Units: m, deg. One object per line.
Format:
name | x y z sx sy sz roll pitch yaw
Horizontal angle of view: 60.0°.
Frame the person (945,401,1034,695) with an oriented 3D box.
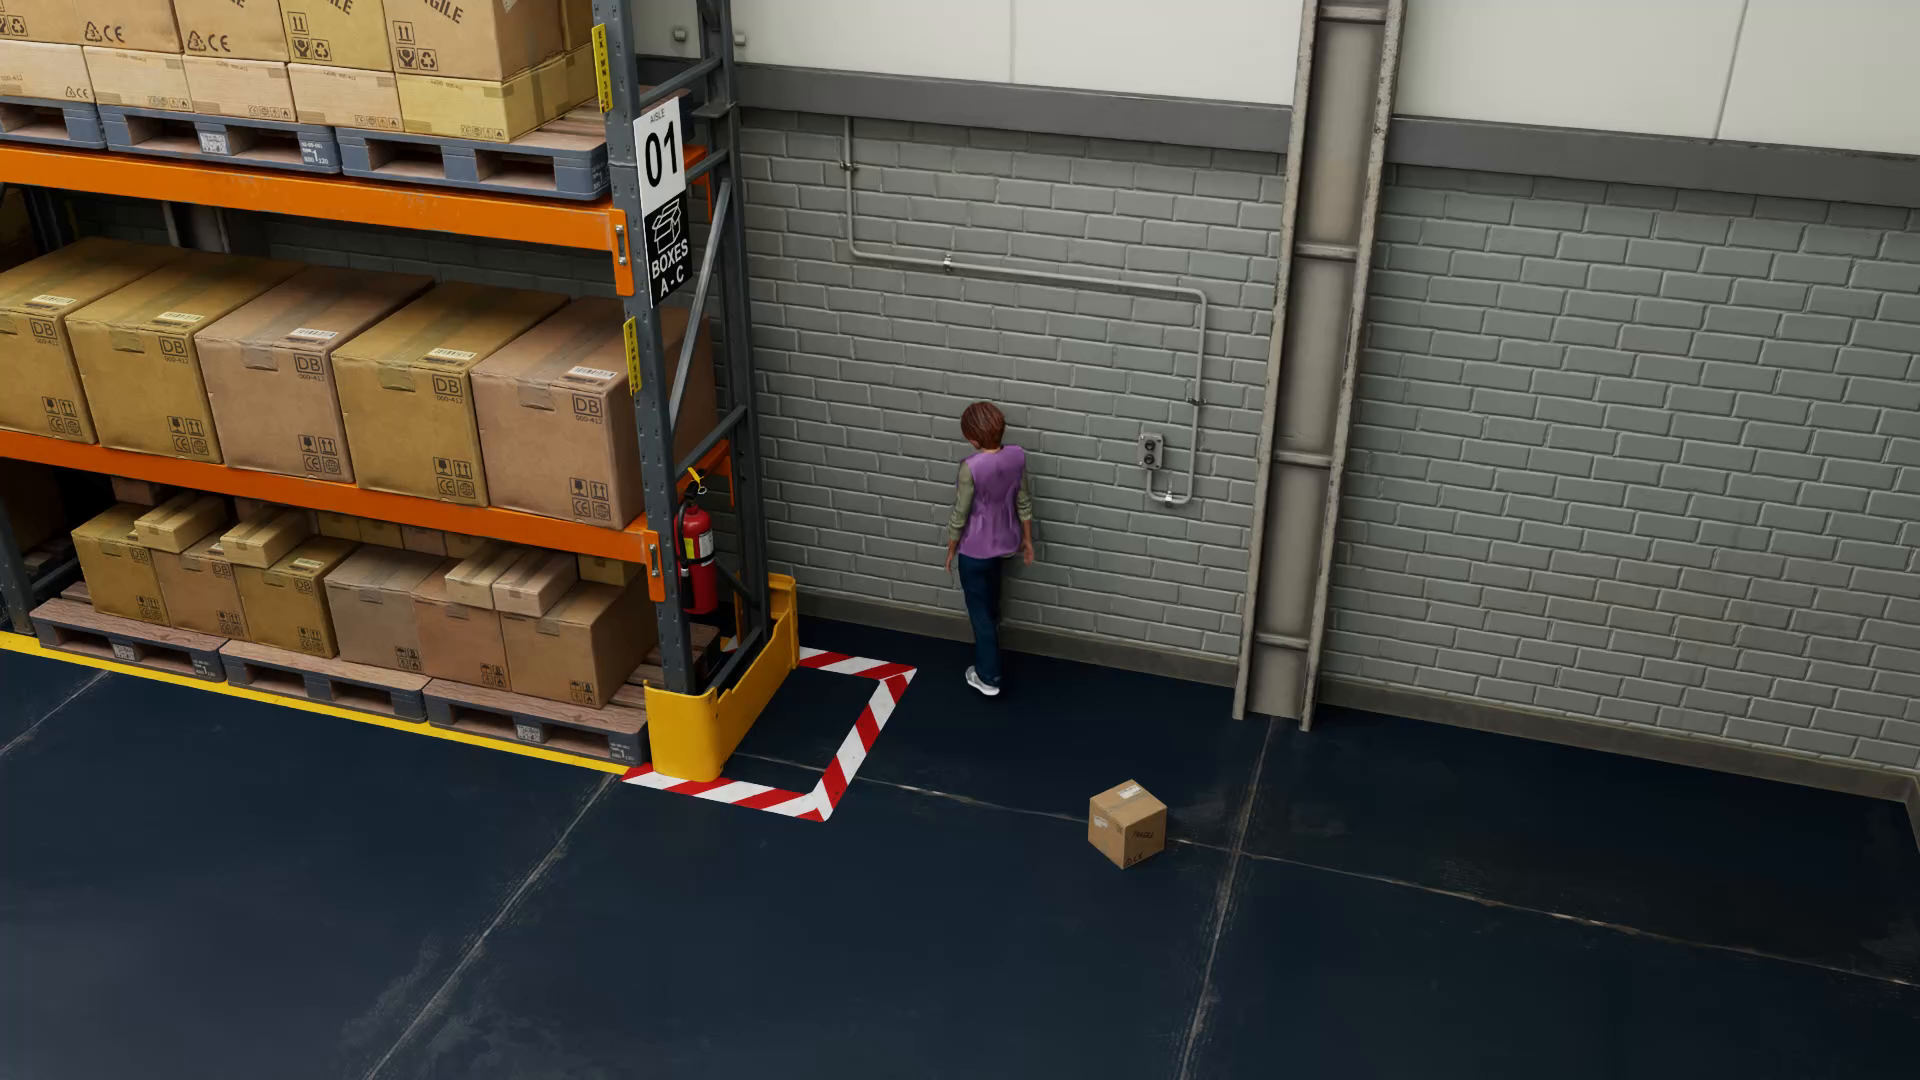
person | 0.100 0.012 8.461 0.463 1.570 0.587 -16 33 -25
